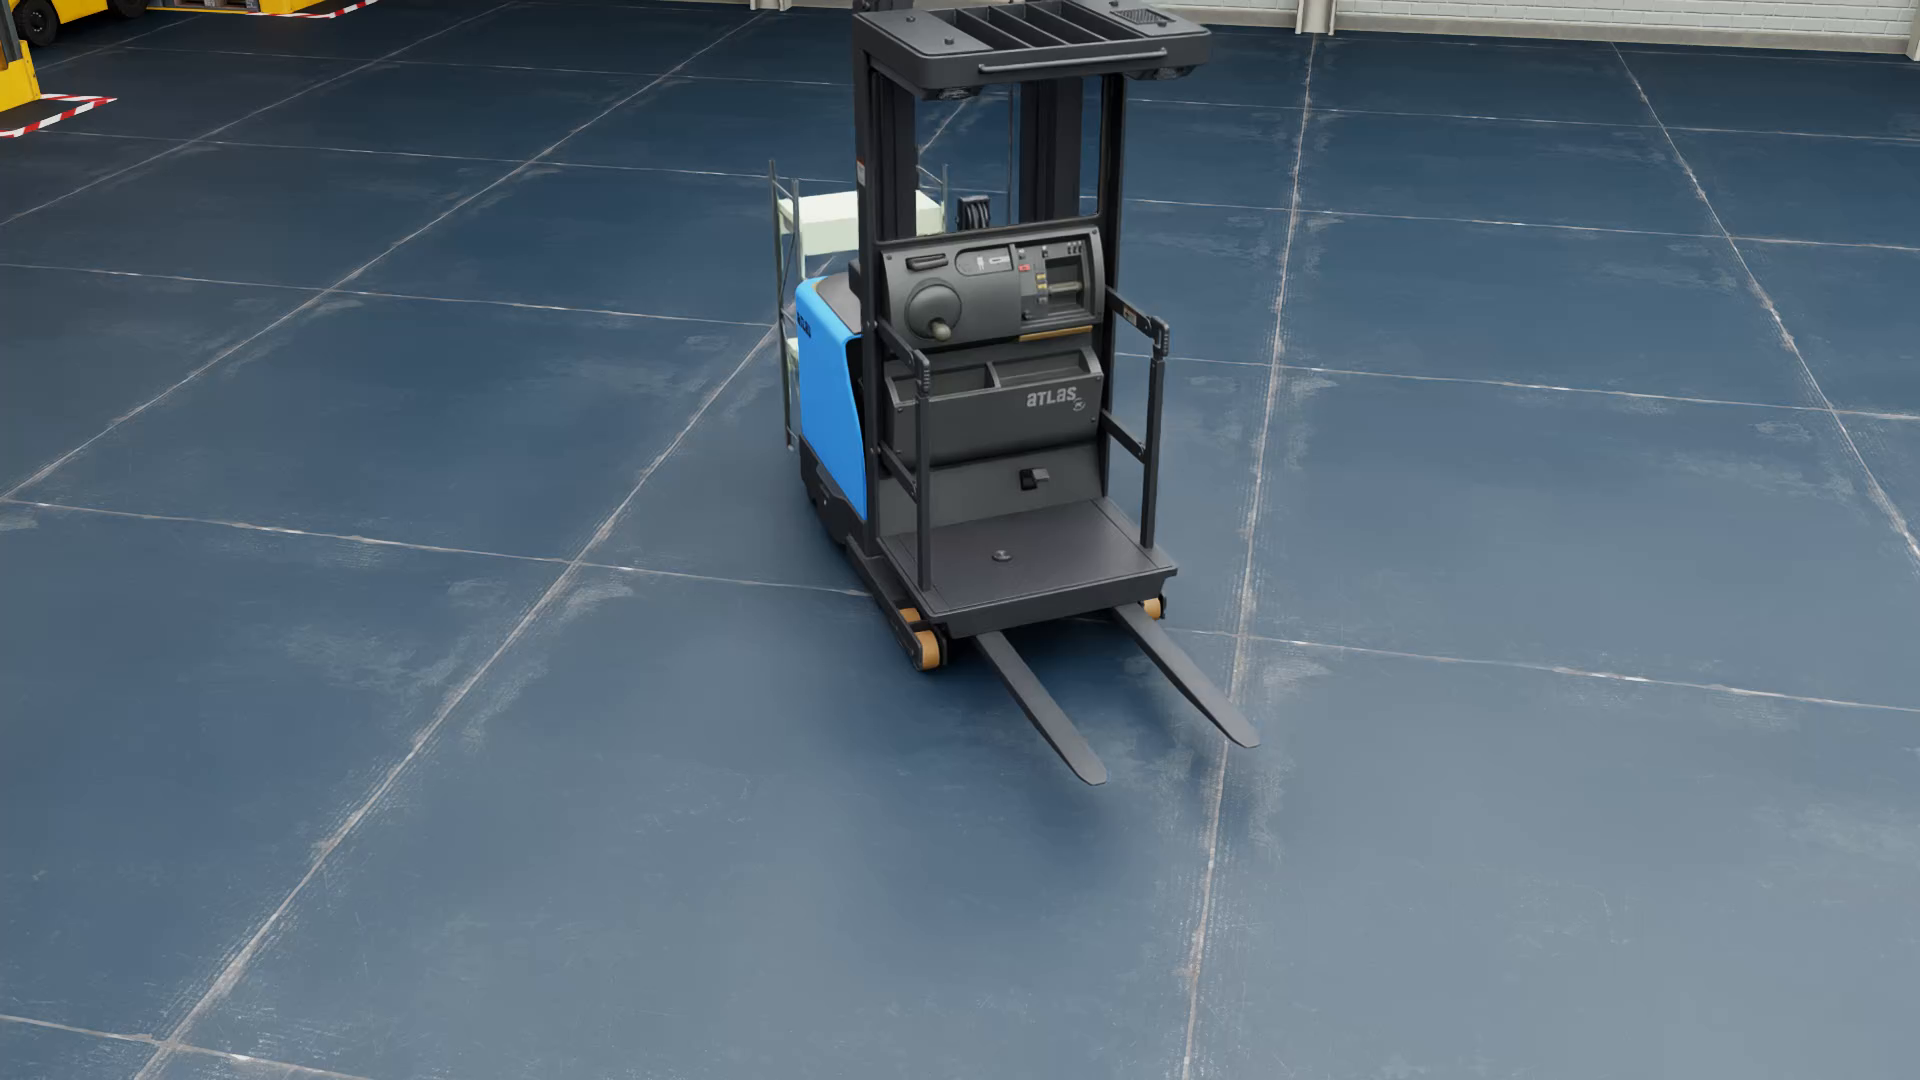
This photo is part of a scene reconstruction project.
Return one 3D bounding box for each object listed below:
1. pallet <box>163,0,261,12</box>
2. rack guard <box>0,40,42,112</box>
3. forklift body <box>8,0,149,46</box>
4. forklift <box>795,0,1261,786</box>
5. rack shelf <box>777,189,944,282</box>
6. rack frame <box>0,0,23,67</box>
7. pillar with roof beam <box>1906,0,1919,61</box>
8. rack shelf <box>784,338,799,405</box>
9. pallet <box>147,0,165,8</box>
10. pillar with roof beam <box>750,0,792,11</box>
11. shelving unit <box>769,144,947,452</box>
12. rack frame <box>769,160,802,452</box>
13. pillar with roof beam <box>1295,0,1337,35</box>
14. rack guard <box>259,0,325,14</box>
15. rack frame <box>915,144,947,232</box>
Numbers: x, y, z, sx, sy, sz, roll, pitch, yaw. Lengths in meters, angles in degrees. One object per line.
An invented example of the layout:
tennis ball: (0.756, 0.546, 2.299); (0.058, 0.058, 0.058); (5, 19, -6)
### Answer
pallet: (-8.249, -6.239, 18.926); (1.213, 0.211, 1.003); (6, 29, 11)
rack guard: (-8.600, -3.985, 14.508); (0.348, 0.500, 1.175); (6, 29, 11)
forklift body: (-9.728, -6.366, 17.138); (1.214, 2.155, 2.313); (6, 29, 11)
forklift: (0.223, -0.980, 6.487); (1.130, 2.935, 3.031); (-10, 30, -18)
rack shelf: (-0.487, -1.478, 8.069); (0.720, 0.370, 0.431); (-11, 30, -19)
rack frame: (-8.526, -5.073, 13.894); (0.127, 3.000, 1.000); (6, 29, 11)
pillar with roof beam: (8.719, -6.703, 10.622); (0.400, 9.000, 9.100); (6, 29, 11)
rack shelf: (-0.483, -0.846, 8.405); (0.720, 0.370, 0.431); (-11, 30, -19)
pallet: (-9.439, -6.362, 19.151); (1.213, 0.211, 1.003); (6, 29, 11)
pillar with roof beam: (-3.017, -7.906, 12.820); (0.400, 9.000, 9.100); (6, 29, 11)
shelving unit: (-0.485, -1.134, 8.252); (0.755, 1.500, 0.431); (-11, 30, -19)
rack frame: (-0.824, -1.067, 8.130); (0.023, 1.500, 0.400); (-11, 30, -19)
pillar with roof beam: (2.851, -7.304, 11.721); (0.400, 9.000, 9.100); (6, 29, 11)
rack guard: (-7.469, -6.306, 18.748); (0.348, 0.500, 1.175); (6, 29, 11)
rack frame: (-0.146, -1.200, 8.374); (0.023, 1.500, 0.400); (-11, 30, -19)
